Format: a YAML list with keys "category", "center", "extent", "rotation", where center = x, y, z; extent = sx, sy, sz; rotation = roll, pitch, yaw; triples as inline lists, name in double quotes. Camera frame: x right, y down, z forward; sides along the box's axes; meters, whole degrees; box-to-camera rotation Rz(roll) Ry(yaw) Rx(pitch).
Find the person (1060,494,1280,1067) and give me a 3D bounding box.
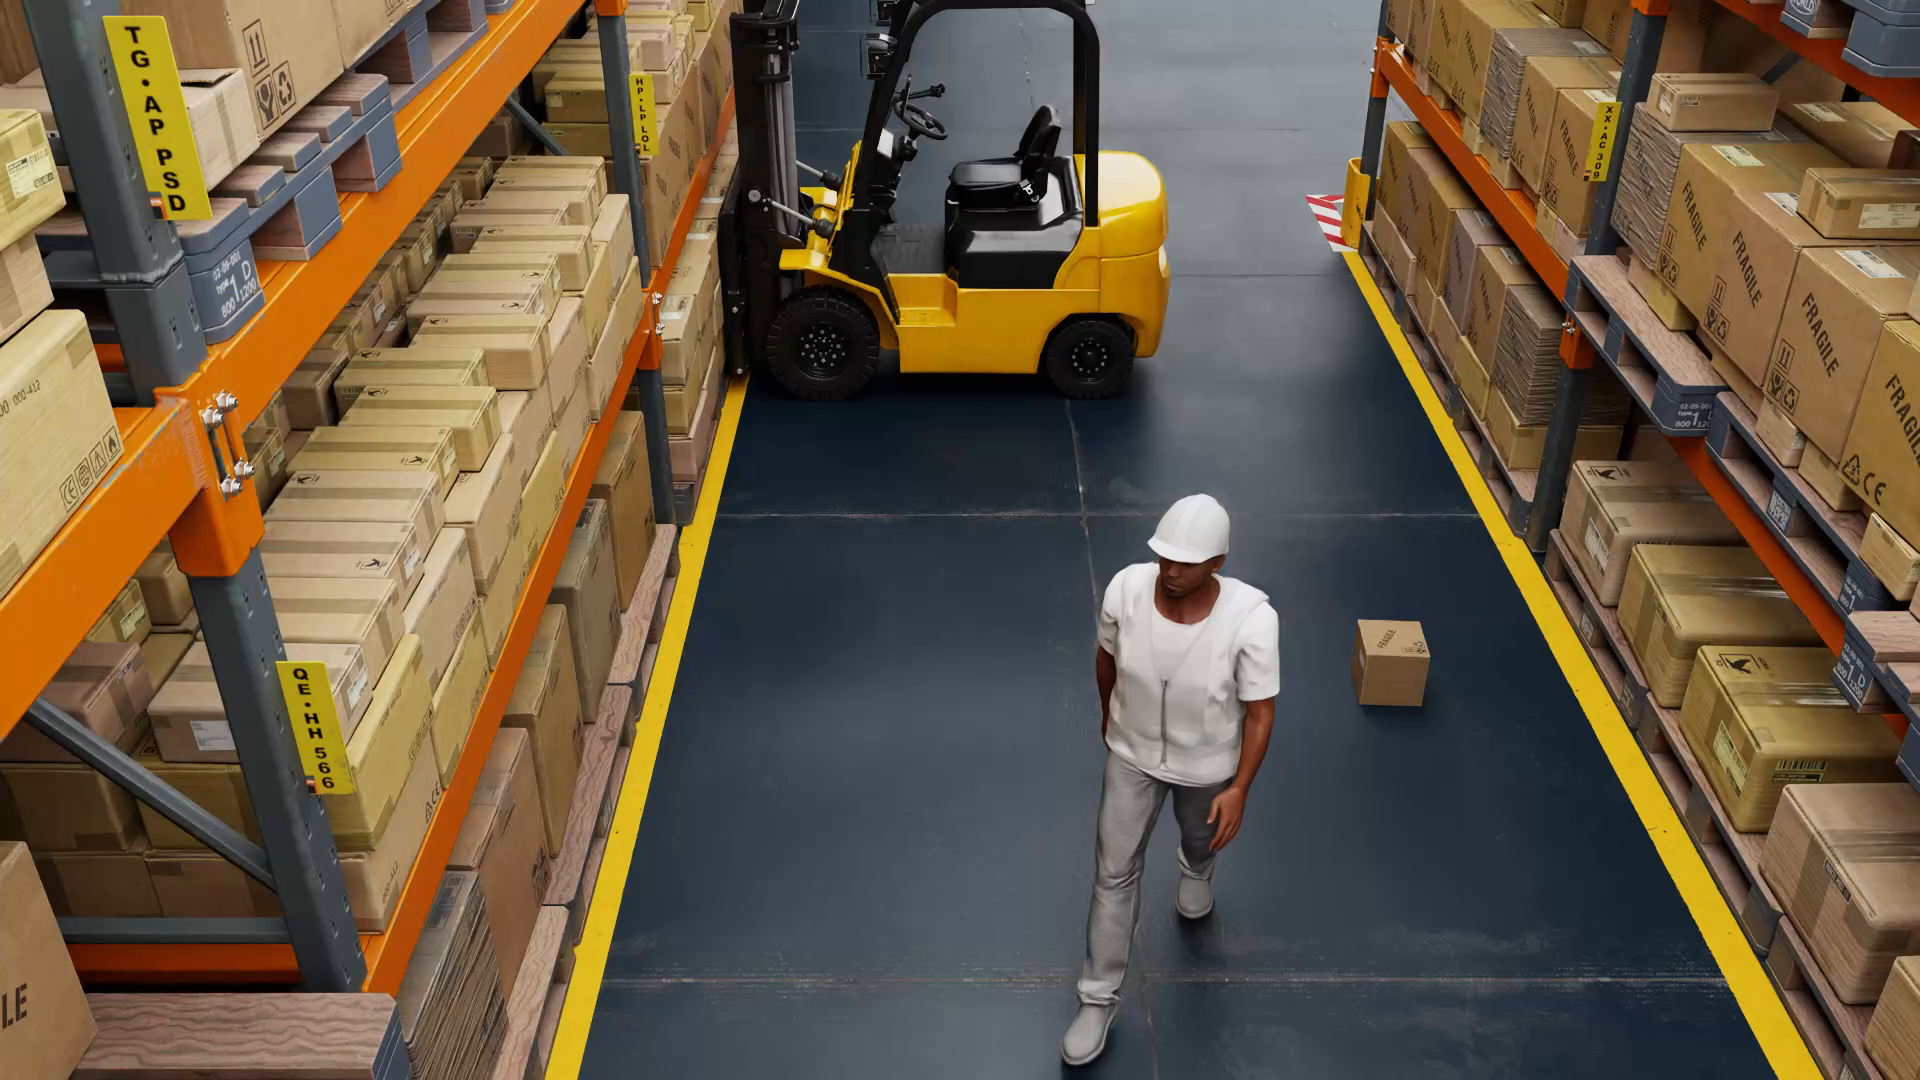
- category: "person"
  center: [0.629, 0.663, 4.992]
  extent: [0.580, 1.701, 1.053]
  rotation: [11, 33, 17]
